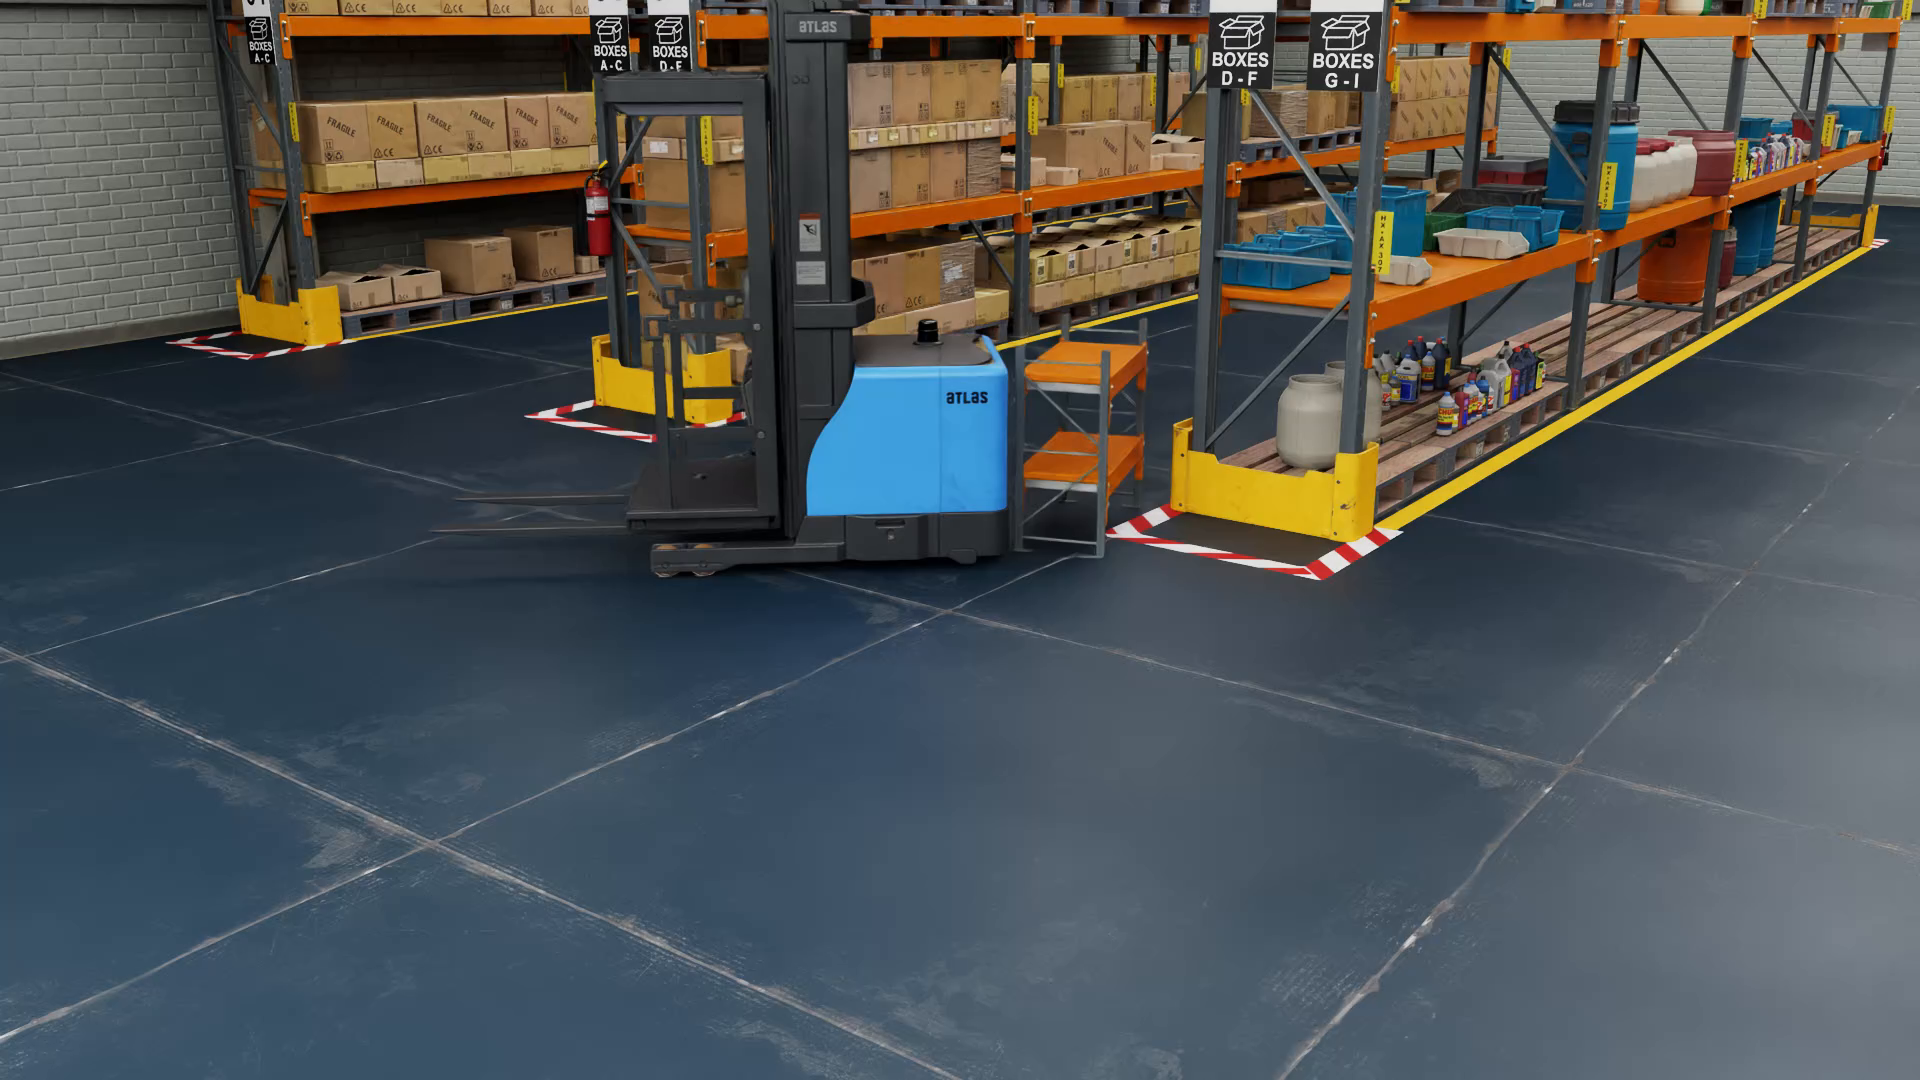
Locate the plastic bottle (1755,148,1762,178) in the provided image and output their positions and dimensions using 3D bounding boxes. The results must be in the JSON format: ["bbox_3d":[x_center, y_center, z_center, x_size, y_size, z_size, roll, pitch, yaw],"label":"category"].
[{"bbox_3d":[7.793,-3.693,16.275,0.061,0.283,0.133,12,21,35],"label":"plastic bottle"}]

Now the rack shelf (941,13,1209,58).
[{"bbox_3d":[1.383,-4.924,16.198,1.077,0.370,4.000,12,21,35],"label":"rack shelf"}]

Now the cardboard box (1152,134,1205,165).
[{"bbox_3d":[2.323,-4.190,17.830,0.500,0.311,0.500,14,22,38],"label":"cardboard box"}]

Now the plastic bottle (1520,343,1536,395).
[{"bbox_3d":[4.015,-1.224,11.851,0.144,0.351,0.185,12,21,33],"label":"plastic bottle"}]

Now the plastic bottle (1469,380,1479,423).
[{"bbox_3d":[3.379,-0.919,11.005,0.097,0.271,0.097,0,17,0],"label":"plastic bottle"}]

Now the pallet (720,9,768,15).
[{"bbox_3d":[-2.720,-5.952,18.612,1.213,0.211,1.003,12,21,35],"label":"pallet"}]

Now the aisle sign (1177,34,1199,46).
[{"bbox_3d":[3.645,-8.297,26.521,0.394,0.787,0.004,12,21,35],"label":"aisle sign"}]

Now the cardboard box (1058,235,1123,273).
[{"bbox_3d":[1.248,-2.810,16.219,0.500,0.311,0.500,12,21,33],"label":"cardboard box"}]

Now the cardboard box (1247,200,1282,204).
[{"bbox_3d":[3.560,-3.842,20.030,0.500,0.500,0.500,11,21,33],"label":"cardboard box"}]

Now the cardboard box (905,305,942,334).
[{"bbox_3d":[-0.501,-1.858,14.098,0.500,0.250,0.500,12,21,35],"label":"cardboard box"}]

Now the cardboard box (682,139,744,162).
[{"bbox_3d":[-1.785,-2.819,12.002,0.380,0.149,0.250,12,21,34],"label":"cardboard box"}]

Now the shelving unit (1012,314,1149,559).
[{"bbox_3d":[0.685,-0.607,9.301,0.538,1.125,1.048,5,18,16],"label":"shelving unit"}]

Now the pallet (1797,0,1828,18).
[{"bbox_3d":[7.872,-5.256,16.372,1.003,0.211,1.213,12,21,35],"label":"pallet"}]

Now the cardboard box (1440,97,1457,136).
[{"bbox_3d":[6.385,-5.748,22.527,0.500,0.500,0.500,12,21,34],"label":"cardboard box"}]

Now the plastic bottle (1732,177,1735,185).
[{"bbox_3d":[7.217,-3.433,15.574,0.097,0.201,0.097,0,17,0],"label":"plastic bottle"}]

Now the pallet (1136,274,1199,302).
[{"bbox_3d":[2.053,-2.791,17.875,1.003,0.211,1.213,12,21,35],"label":"pallet"}]

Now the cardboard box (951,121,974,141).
[{"bbox_3d":[-0.101,-3.493,14.170,0.380,0.149,0.250,12,21,33],"label":"cardboard box"}]

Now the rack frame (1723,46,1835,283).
[{"bbox_3d":[8.934,-4.388,18.317,1.000,3.000,0.127,12,21,35],"label":"rack frame"}]

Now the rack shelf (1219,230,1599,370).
[{"bbox_3d":[2.976,-1.663,10.754,1.077,0.370,4.000,12,21,35],"label":"rack shelf"}]

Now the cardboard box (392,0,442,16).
[{"bbox_3d":[-5.117,-5.052,15.194,0.500,0.500,0.500,14,22,37],"label":"cardboard box"}]

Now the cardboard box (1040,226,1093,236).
[{"bbox_3d":[1.109,-3.024,16.906,0.500,0.311,0.500,12,21,34],"label":"cardboard box"}]

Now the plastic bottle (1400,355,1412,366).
[{"bbox_3d":[3.183,-1.184,11.859,0.097,0.271,0.097,0,17,0],"label":"plastic bottle"}]

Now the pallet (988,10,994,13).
[{"bbox_3d":[0.471,-7.253,22.807,0.805,0.209,1.217,11,21,33],"label":"pallet"}]

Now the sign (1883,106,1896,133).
[{"bbox_3d":[11.769,-5.326,21.060,0.100,0.325,0.005,12,21,35],"label":"sign"}]

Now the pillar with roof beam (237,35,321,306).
[{"bbox_3d":[-2.993,-5.705,12.440,9.100,9.000,0.400,12,21,35],"label":"pillar with roof beam"}]

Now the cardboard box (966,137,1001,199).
[{"bbox_3d":[-0.068,-3.300,14.644,0.700,0.500,0.500,12,21,33],"label":"cardboard box"}]

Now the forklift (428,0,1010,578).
[{"bbox_3d":[-1.284,-1.369,8.709,3.031,2.935,1.130,-1,17,-4],"label":"forklift"}]

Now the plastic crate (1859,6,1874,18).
[{"bbox_3d":[10.286,-6.112,19.253,0.437,0.136,0.530,12,21,35],"label":"plastic crate"}]

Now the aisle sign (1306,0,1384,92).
[{"bbox_3d":[1.977,-2.703,8.506,0.394,0.787,0.004,12,21,35],"label":"aisle sign"}]

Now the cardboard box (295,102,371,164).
[{"bbox_3d":[-5.646,-3.637,14.854,0.500,0.500,0.500,12,21,35],"label":"cardboard box"}]

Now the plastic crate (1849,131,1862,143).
[{"bbox_3d":[10.977,-5.017,20.687,0.396,0.136,0.243,12,21,35],"label":"plastic crate"}]

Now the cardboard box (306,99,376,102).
[{"bbox_3d":[-5.754,-3.845,15.522,0.500,0.500,0.500,13,21,35],"label":"cardboard box"}]

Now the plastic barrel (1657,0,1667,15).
[{"bbox_3d":[5.887,-4.950,14.223,0.600,0.901,0.600,0,17,0],"label":"plastic barrel"}]

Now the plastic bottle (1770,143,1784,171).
[{"bbox_3d":[8.361,-3.939,17.079,0.152,0.276,0.135,12,21,35],"label":"plastic bottle"}]

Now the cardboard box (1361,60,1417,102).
[{"bbox_3d":[5.465,-5.852,21.177,0.500,0.500,0.500,13,22,36],"label":"cardboard box"}]

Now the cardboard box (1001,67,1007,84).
[{"bbox_3d":[0.289,-6.298,22.499,0.500,0.250,0.500,13,21,36],"label":"cardboard box"}]

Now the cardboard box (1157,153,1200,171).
[{"bbox_3d":[2.261,-3.929,17.261,0.380,0.149,0.250,12,21,35],"label":"cardboard box"}]

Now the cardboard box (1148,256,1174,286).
[{"bbox_3d":[1.851,-2.788,17.092,0.500,0.250,0.500,13,21,36],"label":"cardboard box"}]

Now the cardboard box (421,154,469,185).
[{"bbox_3d":[-5.020,-3.525,15.757,0.500,0.250,0.500,12,21,34],"label":"cardboard box"}]

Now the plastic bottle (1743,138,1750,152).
[{"bbox_3d":[7.791,-3.820,16.572,0.144,0.351,0.185,12,21,35],"label":"plastic bottle"}]

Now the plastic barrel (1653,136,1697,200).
[{"bbox_3d":[6.109,-3.206,14.322,0.421,0.512,0.421,0,17,0],"label":"plastic barrel"}]

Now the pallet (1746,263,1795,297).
[{"bbox_3d":[8.441,-2.880,18.162,1.003,0.211,1.213,12,21,35],"label":"pallet"}]

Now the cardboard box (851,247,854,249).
[{"bbox_3d":[-1.228,-2.192,13.908,0.500,0.500,0.500,12,21,35],"label":"cardboard box"}]

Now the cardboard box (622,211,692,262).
[{"bbox_3d":[-3.364,-3.428,18.698,0.700,0.500,0.500,13,22,37],"label":"cardboard box"}]

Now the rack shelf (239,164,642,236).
[{"bbox_3d":[-4.981,-3.414,16.391,1.077,0.370,4.000,12,21,35],"label":"rack shelf"}]

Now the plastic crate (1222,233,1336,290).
[{"bbox_3d":[1.842,-1.631,9.689,0.499,0.251,0.616,12,21,35],"label":"plastic crate"}]

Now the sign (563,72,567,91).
[{"bbox_3d":[-4.237,-4.884,17.960,0.100,0.325,0.005,12,21,35],"label":"sign"}]

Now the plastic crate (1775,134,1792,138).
[{"bbox_3d":[9.730,-4.759,19.854,0.293,0.136,0.466,12,21,35],"label":"plastic crate"}]

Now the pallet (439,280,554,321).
[{"bbox_3d":[-4.887,-2.444,16.757,1.003,0.211,1.213,12,21,35],"label":"pallet"}]

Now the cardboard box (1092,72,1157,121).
[{"bbox_3d":[2.641,-6.936,26.017,0.980,0.700,0.700,12,21,34],"label":"cardboard box"}]

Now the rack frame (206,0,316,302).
[{"bbox_3d":[-6.172,-3.281,14.751,1.000,3.000,0.127,12,21,35],"label":"rack frame"}]

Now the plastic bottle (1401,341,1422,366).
[{"bbox_3d":[3.241,-1.264,11.981,0.144,0.351,0.185,11,21,32],"label":"plastic bottle"}]

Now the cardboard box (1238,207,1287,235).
[{"bbox_3d":[3.383,-3.512,18.967,0.500,0.500,0.500,12,21,33],"label":"cardboard box"}]
